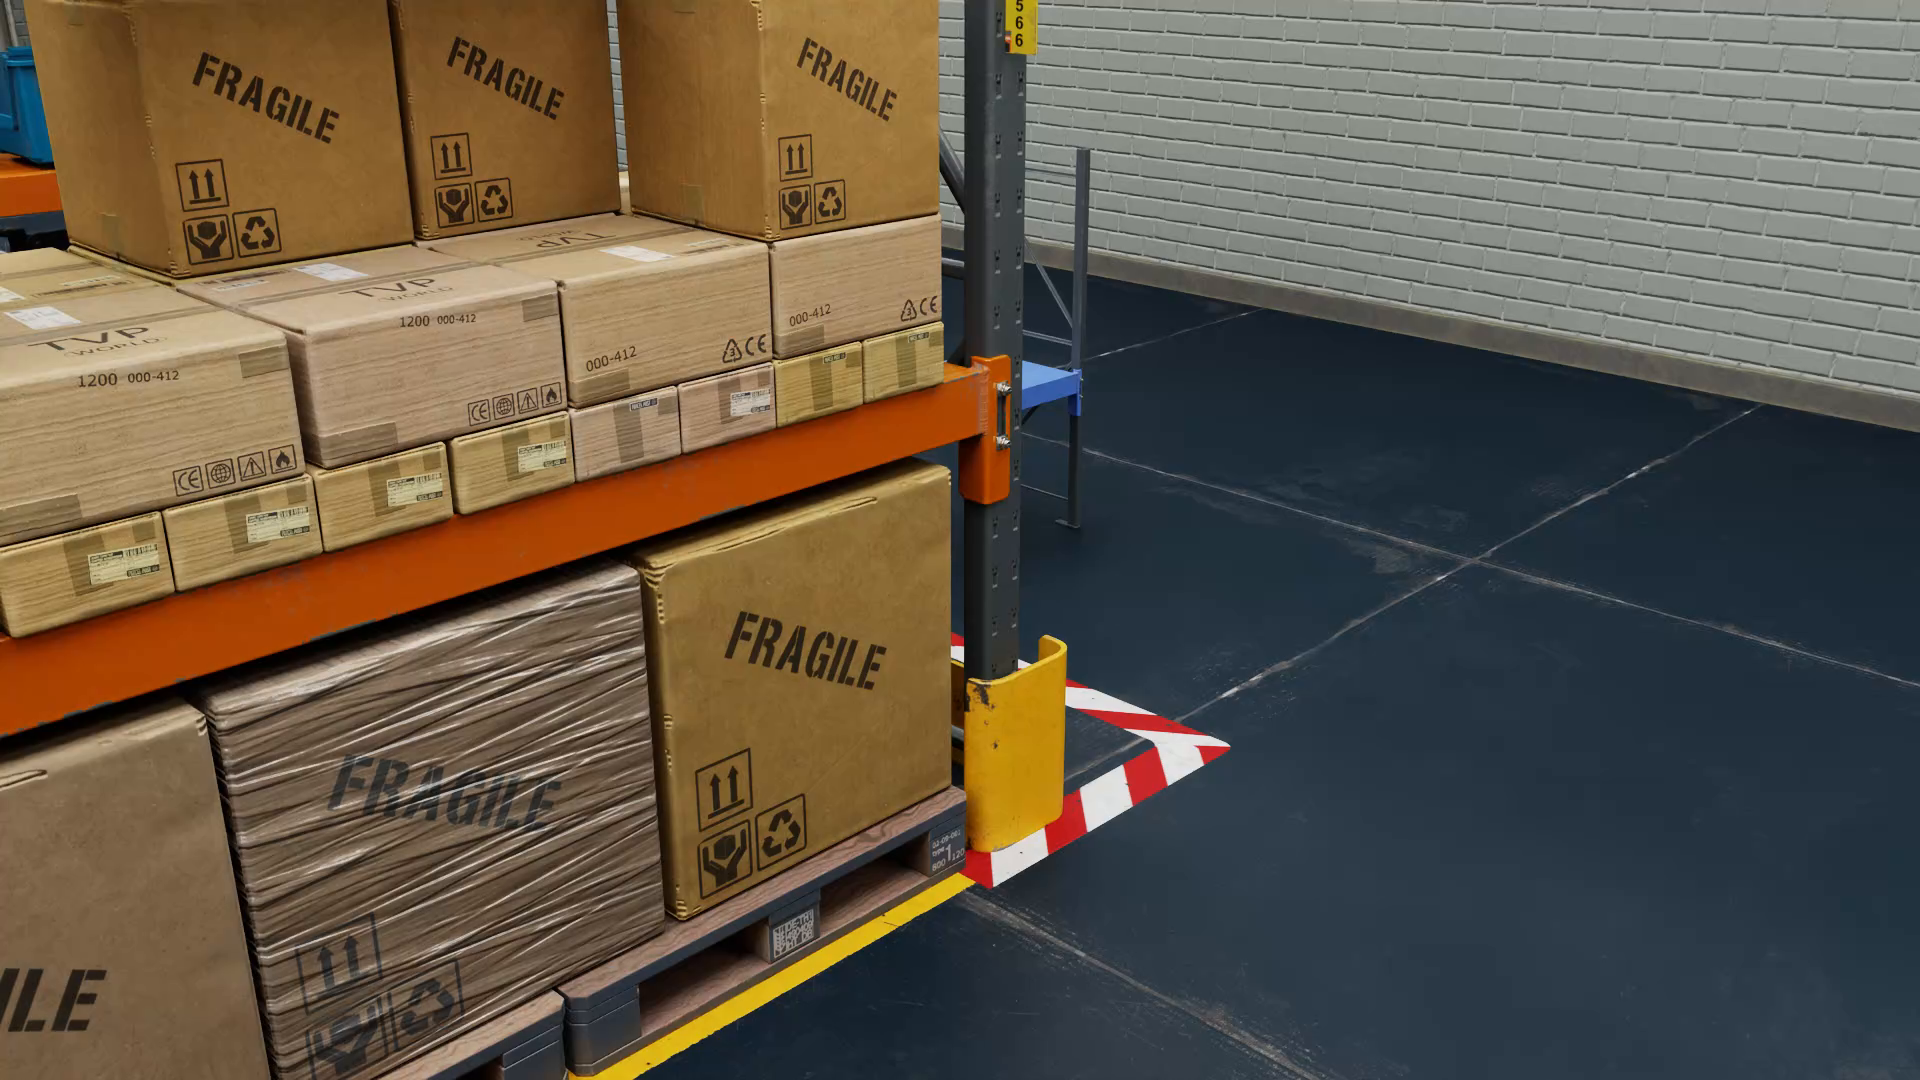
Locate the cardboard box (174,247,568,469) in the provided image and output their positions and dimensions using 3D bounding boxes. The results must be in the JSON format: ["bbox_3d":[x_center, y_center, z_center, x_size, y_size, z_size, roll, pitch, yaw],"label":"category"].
[{"bbox_3d":[-1.100,-0.361,3.127,0.500,0.250,0.500,18,27,39],"label":"cardboard box"}]

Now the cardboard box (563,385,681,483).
[{"bbox_3d":[-0.787,-0.257,3.413,0.250,0.149,0.380,-20,28,-41],"label":"cardboard box"}]

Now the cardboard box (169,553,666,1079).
[{"bbox_3d":[-1.267,0.470,3.547,0.875,0.875,0.875,19,28,41],"label":"cardboard box"}]

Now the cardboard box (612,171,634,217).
[{"bbox_3d":[-0.772,-0.757,4.158,0.500,0.250,0.500,18,28,39],"label":"cardboard box"}]

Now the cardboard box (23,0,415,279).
[{"bbox_3d":[-1.477,-0.844,3.339,0.500,0.500,0.500,18,28,39],"label":"cardboard box"}]

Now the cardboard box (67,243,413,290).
[{"bbox_3d":[-1.483,-0.494,3.472,0.500,0.250,0.500,18,27,39],"label":"cardboard box"}]

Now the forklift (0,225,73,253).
[{"bbox_3d":[-2.573,-1.064,5.257,1.130,2.935,3.031,18,27,39],"label":"forklift"}]

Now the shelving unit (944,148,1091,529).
[{"bbox_3d":[-0.059,-0.678,6.248,0.538,1.500,1.048,19,28,41],"label":"shelving unit"}]

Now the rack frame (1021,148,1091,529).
[{"bbox_3d":[0.295,-0.809,6.588,0.500,1.500,0.032,19,28,41],"label":"rack frame"}]

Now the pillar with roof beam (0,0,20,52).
[{"bbox_3d":[-6.542,-7.097,12.495,9.100,9.000,0.400,19,28,41],"label":"pillar with roof beam"}]

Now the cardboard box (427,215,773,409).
[{"bbox_3d":[-0.746,-0.492,3.467,0.500,0.250,0.500,19,28,40],"label":"cardboard box"}]

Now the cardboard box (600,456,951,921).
[{"bbox_3d":[-0.632,0.236,4.155,0.875,0.875,0.875,19,28,41],"label":"cardboard box"}]

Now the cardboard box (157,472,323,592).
[{"bbox_3d":[-1.322,-0.060,2.900,0.250,0.149,0.380,-19,28,-41],"label":"cardboard box"}]

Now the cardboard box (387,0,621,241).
[{"bbox_3d":[-1.120,-0.979,3.689,0.500,0.500,0.500,18,28,39],"label":"cardboard box"}]

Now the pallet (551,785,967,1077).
[{"bbox_3d":[-0.745,0.783,4.244,1.003,0.211,1.213,19,28,41],"label":"pallet"}]

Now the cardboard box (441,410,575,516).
[{"bbox_3d":[-0.967,-0.190,3.238,0.380,0.149,0.250,18,28,39],"label":"cardboard box"}]

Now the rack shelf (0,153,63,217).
[{"bbox_3d":[-5.187,-1.134,6.346,1.077,0.370,4.000,19,28,41],"label":"rack shelf"}]

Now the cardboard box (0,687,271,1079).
[{"bbox_3d":[-1.888,0.699,2.952,0.875,0.875,0.875,19,28,41],"label":"cardboard box"}]

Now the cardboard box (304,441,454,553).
[{"bbox_3d":[-1.148,-0.123,3.064,0.380,0.149,0.250,19,28,41],"label":"cardboard box"}]

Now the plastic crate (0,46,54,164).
[{"bbox_3d":[-3.892,-1.895,7.192,0.616,0.435,0.499,19,28,41],"label":"plastic crate"}]

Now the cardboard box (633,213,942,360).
[{"bbox_3d":[-0.391,-0.622,3.806,0.500,0.250,0.500,19,28,40],"label":"cardboard box"}]

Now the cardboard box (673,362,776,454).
[{"bbox_3d":[-0.613,-0.321,3.579,0.380,0.149,0.250,19,28,41],"label":"cardboard box"}]

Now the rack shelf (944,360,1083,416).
[{"bbox_3d":[-0.059,-0.510,6.313,0.538,0.185,1.000,19,28,41],"label":"rack shelf"}]

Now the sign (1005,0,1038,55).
[{"bbox_3d":[0.136,-1.256,3.717,0.100,0.325,0.005,19,28,41],"label":"sign"}]

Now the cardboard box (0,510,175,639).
[{"bbox_3d":[-1.503,0.007,2.724,0.380,0.149,0.250,18,28,39],"label":"cardboard box"}]

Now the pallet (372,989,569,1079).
[{"bbox_3d":[-1.596,1.095,3.432,1.003,0.211,1.213,19,28,41],"label":"pallet"}]

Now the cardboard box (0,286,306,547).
[{"bbox_3d":[-1.461,-0.226,2.776,0.500,0.250,0.500,19,28,41],"label":"cardboard box"}]

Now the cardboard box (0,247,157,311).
[{"bbox_3d":[-1.843,-0.358,3.120,0.500,0.250,0.500,19,28,40],"label":"cardboard box"}]

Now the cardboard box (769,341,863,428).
[{"bbox_3d":[-0.436,-0.386,3.747,0.380,0.149,0.250,20,28,41],"label":"cardboard box"}]

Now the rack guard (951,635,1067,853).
[{"bbox_3d":[-0.227,0.417,4.794,1.175,0.500,0.348,19,28,41],"label":"rack guard"}]

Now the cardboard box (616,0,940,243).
[{"bbox_3d":[-0.395,-0.972,3.672,0.500,0.500,0.500,20,29,41],"label":"cardboard box"}]

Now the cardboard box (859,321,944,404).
[{"bbox_3d":[-0.256,-0.453,3.922,0.250,0.149,0.380,-20,28,-41],"label":"cardboard box"}]

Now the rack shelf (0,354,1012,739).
[{"bbox_3d":[-1.638,0.106,3.121,1.077,0.370,4.000,19,28,41],"label":"rack shelf"}]

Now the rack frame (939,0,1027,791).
[{"bbox_3d":[-0.243,-0.744,4.330,1.000,3.000,0.127,19,28,41],"label":"rack frame"}]

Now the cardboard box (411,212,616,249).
[{"bbox_3d":[-1.129,-0.622,3.806,0.500,0.250,0.500,19,28,40],"label":"cardboard box"}]
